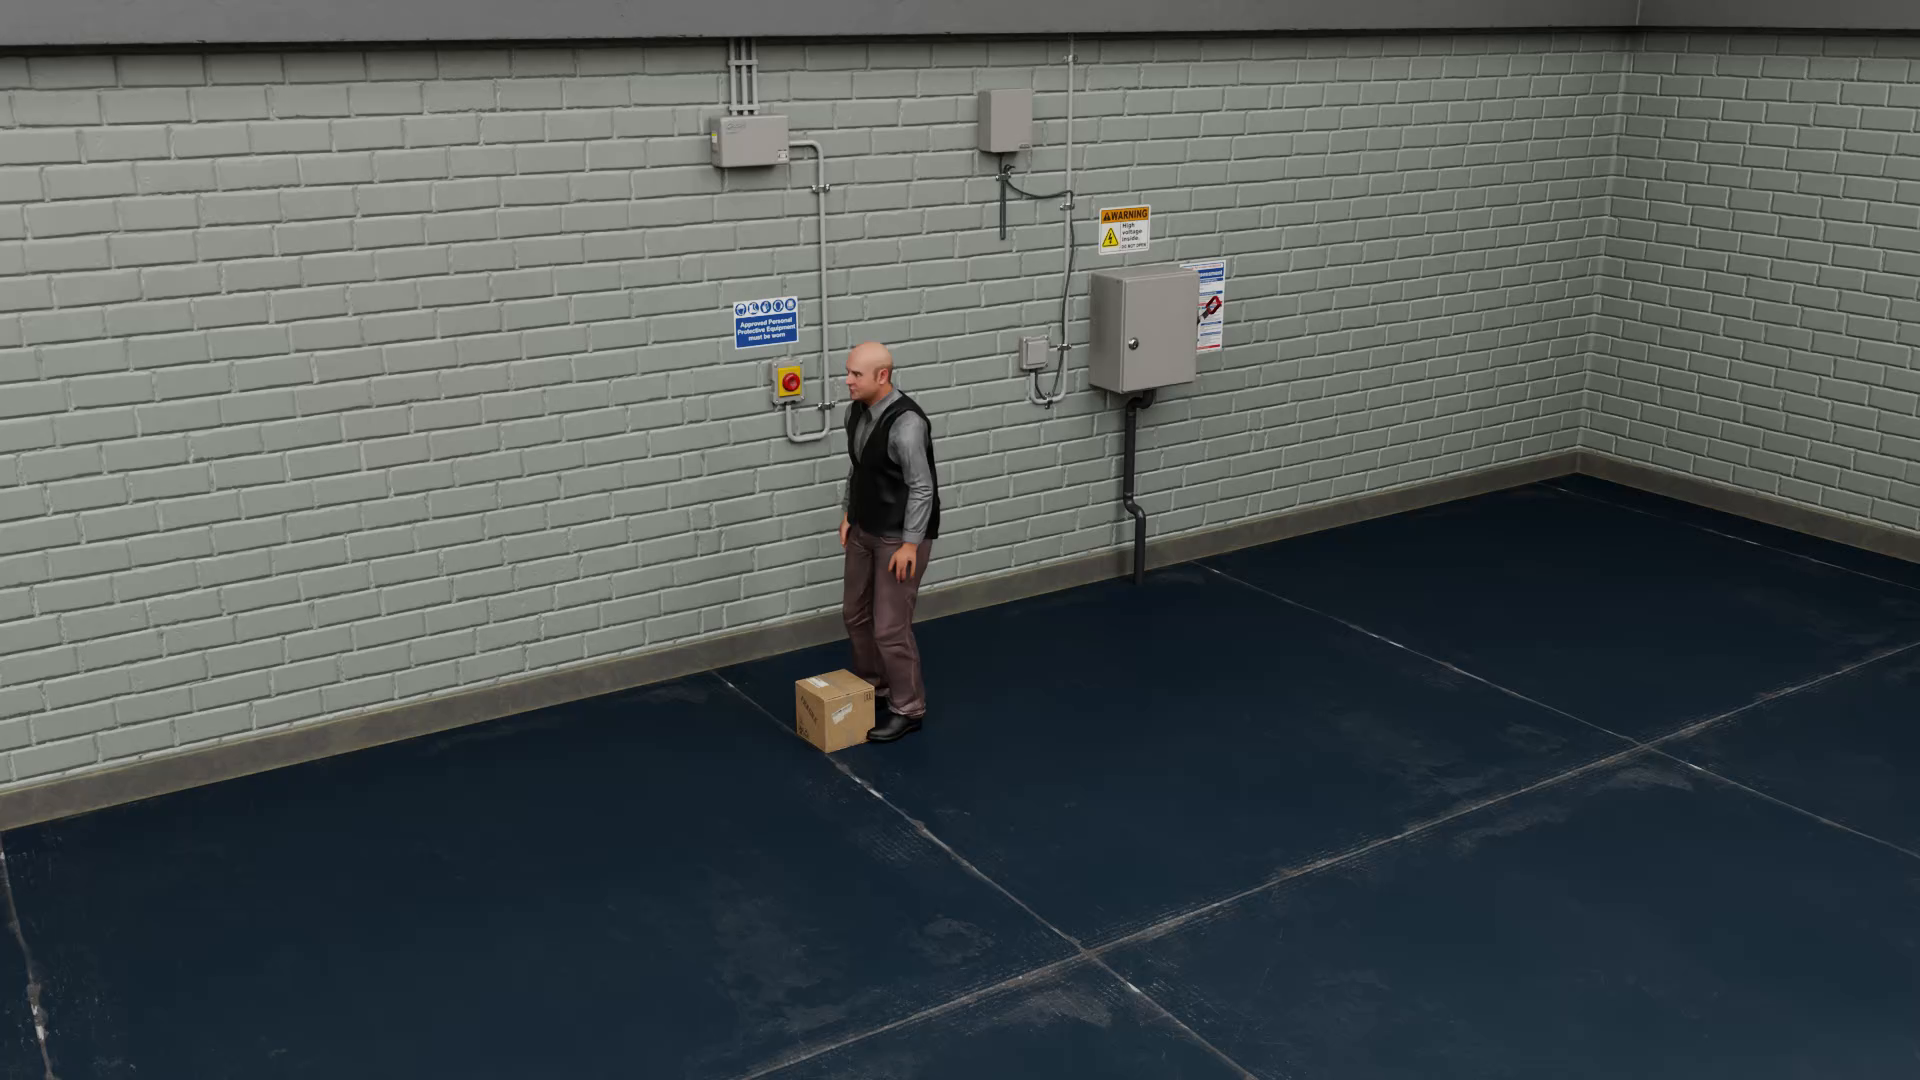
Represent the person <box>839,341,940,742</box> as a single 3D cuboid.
[{"bbox_3d":[-0.313,-0.013,7.135,0.421,1.720,0.580,-11,21,-31],"label":"person"}]
